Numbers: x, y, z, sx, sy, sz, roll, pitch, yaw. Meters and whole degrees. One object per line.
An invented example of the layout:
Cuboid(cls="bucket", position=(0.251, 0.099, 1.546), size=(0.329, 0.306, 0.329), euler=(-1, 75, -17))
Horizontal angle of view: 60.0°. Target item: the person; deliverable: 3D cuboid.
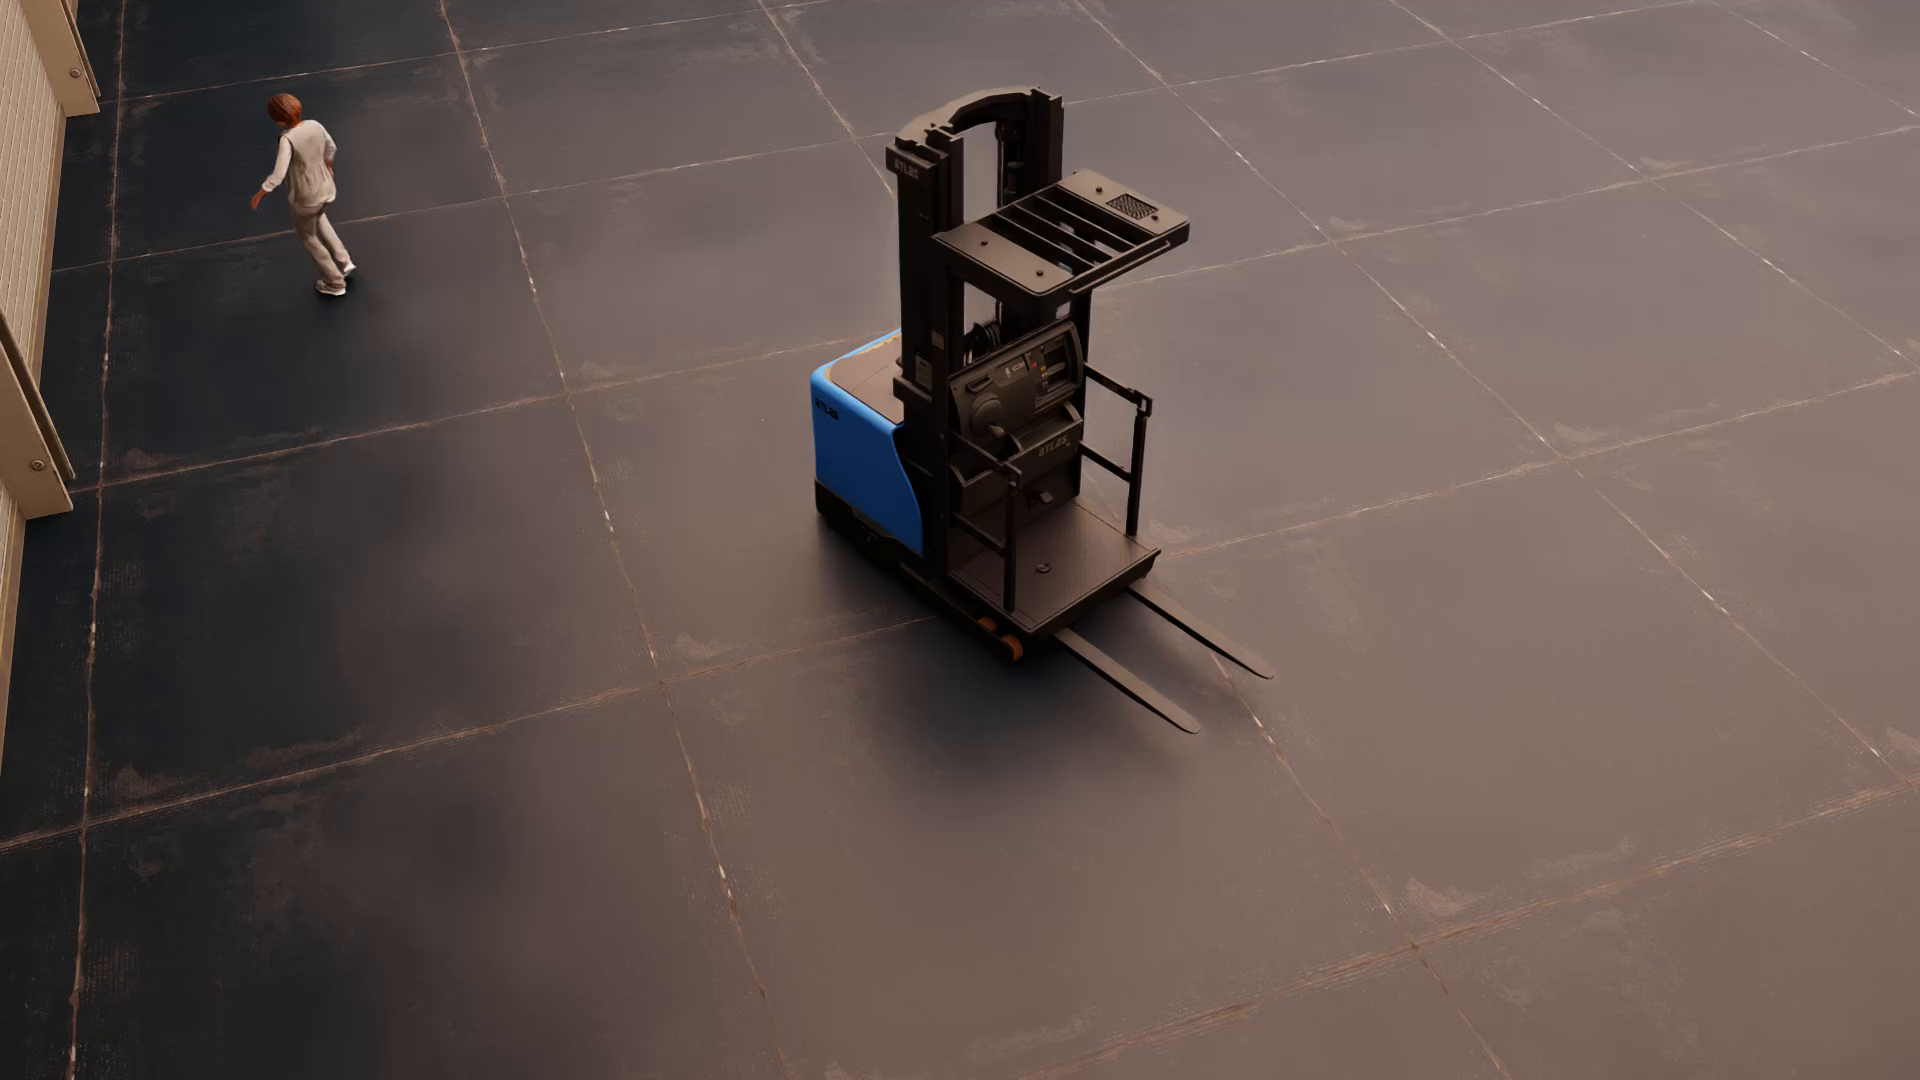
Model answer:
Cuboid(cls="person", position=(-4.742, -2.478, 12.020), size=(0.423, 1.593, 0.718), euler=(21, 44, 23))

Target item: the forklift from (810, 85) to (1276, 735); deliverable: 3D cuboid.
Cuboid(cls="forklift", position=(0.460, -0.797, 8.946), size=(1.130, 2.935, 3.031), euler=(-30, 49, -31))
